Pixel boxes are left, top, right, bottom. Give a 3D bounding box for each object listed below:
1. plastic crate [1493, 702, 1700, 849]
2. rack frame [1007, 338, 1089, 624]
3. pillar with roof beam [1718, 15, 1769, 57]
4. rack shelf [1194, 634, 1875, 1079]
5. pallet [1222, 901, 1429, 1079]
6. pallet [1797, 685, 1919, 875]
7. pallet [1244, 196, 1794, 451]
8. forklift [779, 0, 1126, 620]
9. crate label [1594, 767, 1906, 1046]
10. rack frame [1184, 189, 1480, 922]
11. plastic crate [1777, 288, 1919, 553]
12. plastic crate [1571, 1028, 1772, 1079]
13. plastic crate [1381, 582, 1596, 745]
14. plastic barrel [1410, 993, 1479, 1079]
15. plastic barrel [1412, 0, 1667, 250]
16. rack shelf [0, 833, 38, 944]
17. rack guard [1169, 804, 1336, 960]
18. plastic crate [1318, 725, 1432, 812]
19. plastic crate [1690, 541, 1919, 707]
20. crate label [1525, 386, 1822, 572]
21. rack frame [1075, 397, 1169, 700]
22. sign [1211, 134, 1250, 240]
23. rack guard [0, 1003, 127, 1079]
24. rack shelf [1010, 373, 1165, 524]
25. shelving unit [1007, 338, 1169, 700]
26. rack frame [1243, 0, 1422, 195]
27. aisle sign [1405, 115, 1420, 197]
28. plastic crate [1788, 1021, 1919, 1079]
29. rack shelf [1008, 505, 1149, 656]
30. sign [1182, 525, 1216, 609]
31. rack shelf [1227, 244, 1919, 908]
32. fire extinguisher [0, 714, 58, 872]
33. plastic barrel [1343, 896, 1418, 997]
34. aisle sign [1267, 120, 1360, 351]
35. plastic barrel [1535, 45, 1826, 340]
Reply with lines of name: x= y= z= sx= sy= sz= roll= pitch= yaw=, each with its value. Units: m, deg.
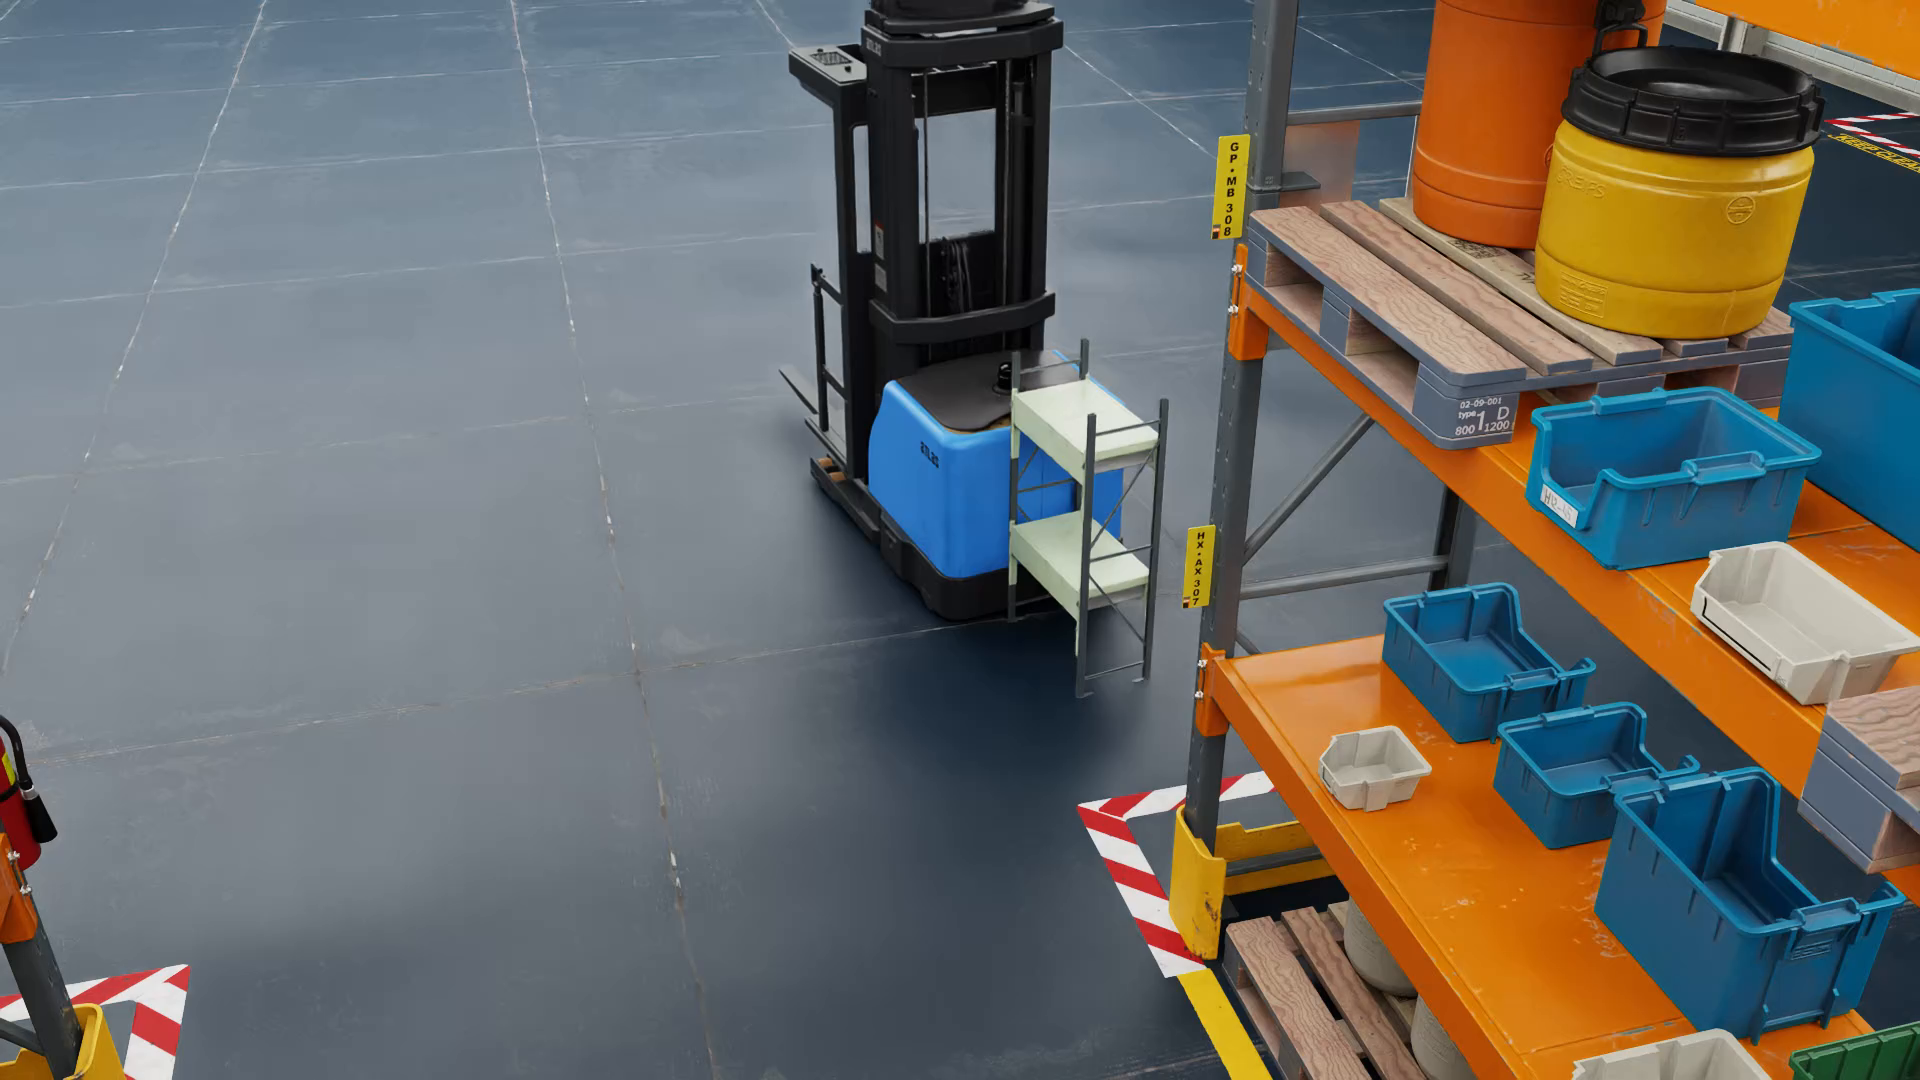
plastic crate: x=1.954 y=0.725 z=5.151 sx=0.499 sy=0.251 sz=0.408 roll=-8 pitch=31 yaw=-13
rack frame: x=0.428 y=-0.266 z=8.213 sx=0.400 sy=1.500 sz=0.023 roll=-13 pitch=33 yaw=-21
pillar with roof beam: x=4.602 y=-8.770 z=15.418 sx=9.100 sy=9.000 sz=0.400 roll=-8 pitch=31 yaw=-13
rack shelf: x=1.897 y=1.422 z=4.518 sx=1.077 sy=0.370 sz=4.000 roll=-8 pitch=31 yaw=-13
pallet: x=1.642 y=1.775 z=5.973 sx=1.003 sy=0.211 sz=1.213 roll=-8 pitch=31 yaw=-13
pallet: x=2.142 y=0.524 z=2.544 sx=1.213 sy=0.211 sz=1.003 roll=-8 pitch=31 yaw=-13
pallet: x=1.491 y=-0.660 z=4.589 sx=1.003 sy=0.211 sz=1.213 roll=-8 pitch=31 yaw=-13
forklift: x=-0.227 y=-1.582 z=9.058 sx=1.130 sy=2.935 sz=3.031 roll=-13 pitch=33 yaw=-21
crate label: x=2.115 y=0.982 z=4.524 sx=0.502 sy=0.435 sz=0.616 roll=-8 pitch=31 yaw=-13
rack frame: x=1.366 y=0.144 z=6.006 sx=1.000 sy=3.000 sz=0.127 roll=-8 pitch=31 yaw=-13
plastic crate: x=2.163 y=-0.266 z=3.737 sx=0.392 sy=0.384 sz=0.575 roll=-8 pitch=31 yaw=-13
plastic crate: x=1.753 y=1.440 z=4.031 sx=0.530 sy=0.136 sz=0.437 roll=-8 pitch=31 yaw=-13
plastic crate: x=1.787 y=0.411 z=5.695 sx=0.499 sy=0.251 sz=0.616 roll=-8 pitch=31 yaw=-13
plastic barrel: x=1.748 y=1.589 z=5.574 sx=0.421 sy=0.512 sz=0.421 roll=0 pitch=30 yaw=0
plastic barrel: x=1.618 y=-1.304 z=4.666 sx=0.600 sy=0.830 sz=0.708 roll=-8 pitch=31 yaw=-13
rack shelf: x=-2.878 y=2.080 z=3.380 sx=1.077 sy=0.370 sz=4.000 roll=-8 pitch=31 yaw=-13
rack guard: x=1.432 y=1.257 z=6.580 sx=1.175 sy=0.500 sz=0.348 roll=-8 pitch=31 yaw=-13
plastic crate: x=1.293 y=0.733 z=5.252 sx=0.298 sy=0.136 sz=0.250 roll=-8 pitch=31 yaw=-13
plastic crate: x=1.612 y=0.171 z=3.230 sx=0.243 sy=0.136 sz=0.396 roll=-8 pitch=31 yaw=-13
crate label: x=1.544 y=-0.142 z=3.654 sx=0.502 sy=0.251 sz=0.408 roll=-8 pitch=31 yaw=-13
rack frame: x=0.737 y=0.066 z=7.638 sx=0.400 sy=1.500 sz=0.023 roll=-13 pitch=33 yaw=-21
sign: x=0.835 y=-1.087 z=5.130 sx=0.100 sy=0.325 sz=0.005 roll=-8 pitch=31 yaw=-13
rack guard: x=-3.389 y=1.921 z=5.431 sx=1.175 sy=0.500 sz=0.348 roll=-8 pitch=31 yaw=-13
rack shelf: x=0.583 y=-0.438 z=7.730 sx=0.431 sy=0.370 sz=0.720 roll=-13 pitch=33 yaw=-21
shelving unit: x=0.583 y=-0.100 z=7.926 sx=0.431 sy=1.500 sz=0.755 roll=-13 pitch=33 yaw=-21
rack frame: x=1.366 y=-2.452 z=4.503 sx=1.000 sy=3.000 sz=0.127 roll=-8 pitch=31 yaw=-13
aisle sign: x=1.633 y=-1.055 z=5.483 sx=0.394 sy=0.787 sz=0.004 roll=-8 pitch=31 yaw=-13
plastic crate: x=2.340 y=1.475 z=3.919 sx=0.450 sy=0.188 sz=0.662 roll=-8 pitch=31 yaw=-13
rack shelf: x=0.583 y=0.182 z=8.089 sx=0.431 sy=0.370 sz=0.720 roll=-13 pitch=33 yaw=-21
sign: x=0.835 y=0.096 z=5.814 sx=0.100 sy=0.325 sz=0.005 roll=-8 pitch=31 yaw=-13
rack shelf: x=1.897 y=0.123 z=3.766 sx=1.077 sy=0.370 sz=4.000 roll=-8 pitch=31 yaw=-13
fire extinguisher: x=-2.995 y=0.720 z=5.089 sx=0.296 sy=0.674 sz=0.183 roll=-8 pitch=31 yaw=-13
plastic barrel: x=1.614 y=1.347 z=5.993 sx=0.421 sy=0.512 sz=0.421 roll=0 pitch=30 yaw=0
aisle sign: x=1.065 y=-0.977 z=5.348 sx=0.394 sy=0.787 sz=0.004 roll=-8 pitch=31 yaw=-13
plastic barrel: x=1.791 y=-0.883 z=4.180 sx=0.600 sy=0.588 sz=0.600 roll=0 pitch=30 yaw=0
